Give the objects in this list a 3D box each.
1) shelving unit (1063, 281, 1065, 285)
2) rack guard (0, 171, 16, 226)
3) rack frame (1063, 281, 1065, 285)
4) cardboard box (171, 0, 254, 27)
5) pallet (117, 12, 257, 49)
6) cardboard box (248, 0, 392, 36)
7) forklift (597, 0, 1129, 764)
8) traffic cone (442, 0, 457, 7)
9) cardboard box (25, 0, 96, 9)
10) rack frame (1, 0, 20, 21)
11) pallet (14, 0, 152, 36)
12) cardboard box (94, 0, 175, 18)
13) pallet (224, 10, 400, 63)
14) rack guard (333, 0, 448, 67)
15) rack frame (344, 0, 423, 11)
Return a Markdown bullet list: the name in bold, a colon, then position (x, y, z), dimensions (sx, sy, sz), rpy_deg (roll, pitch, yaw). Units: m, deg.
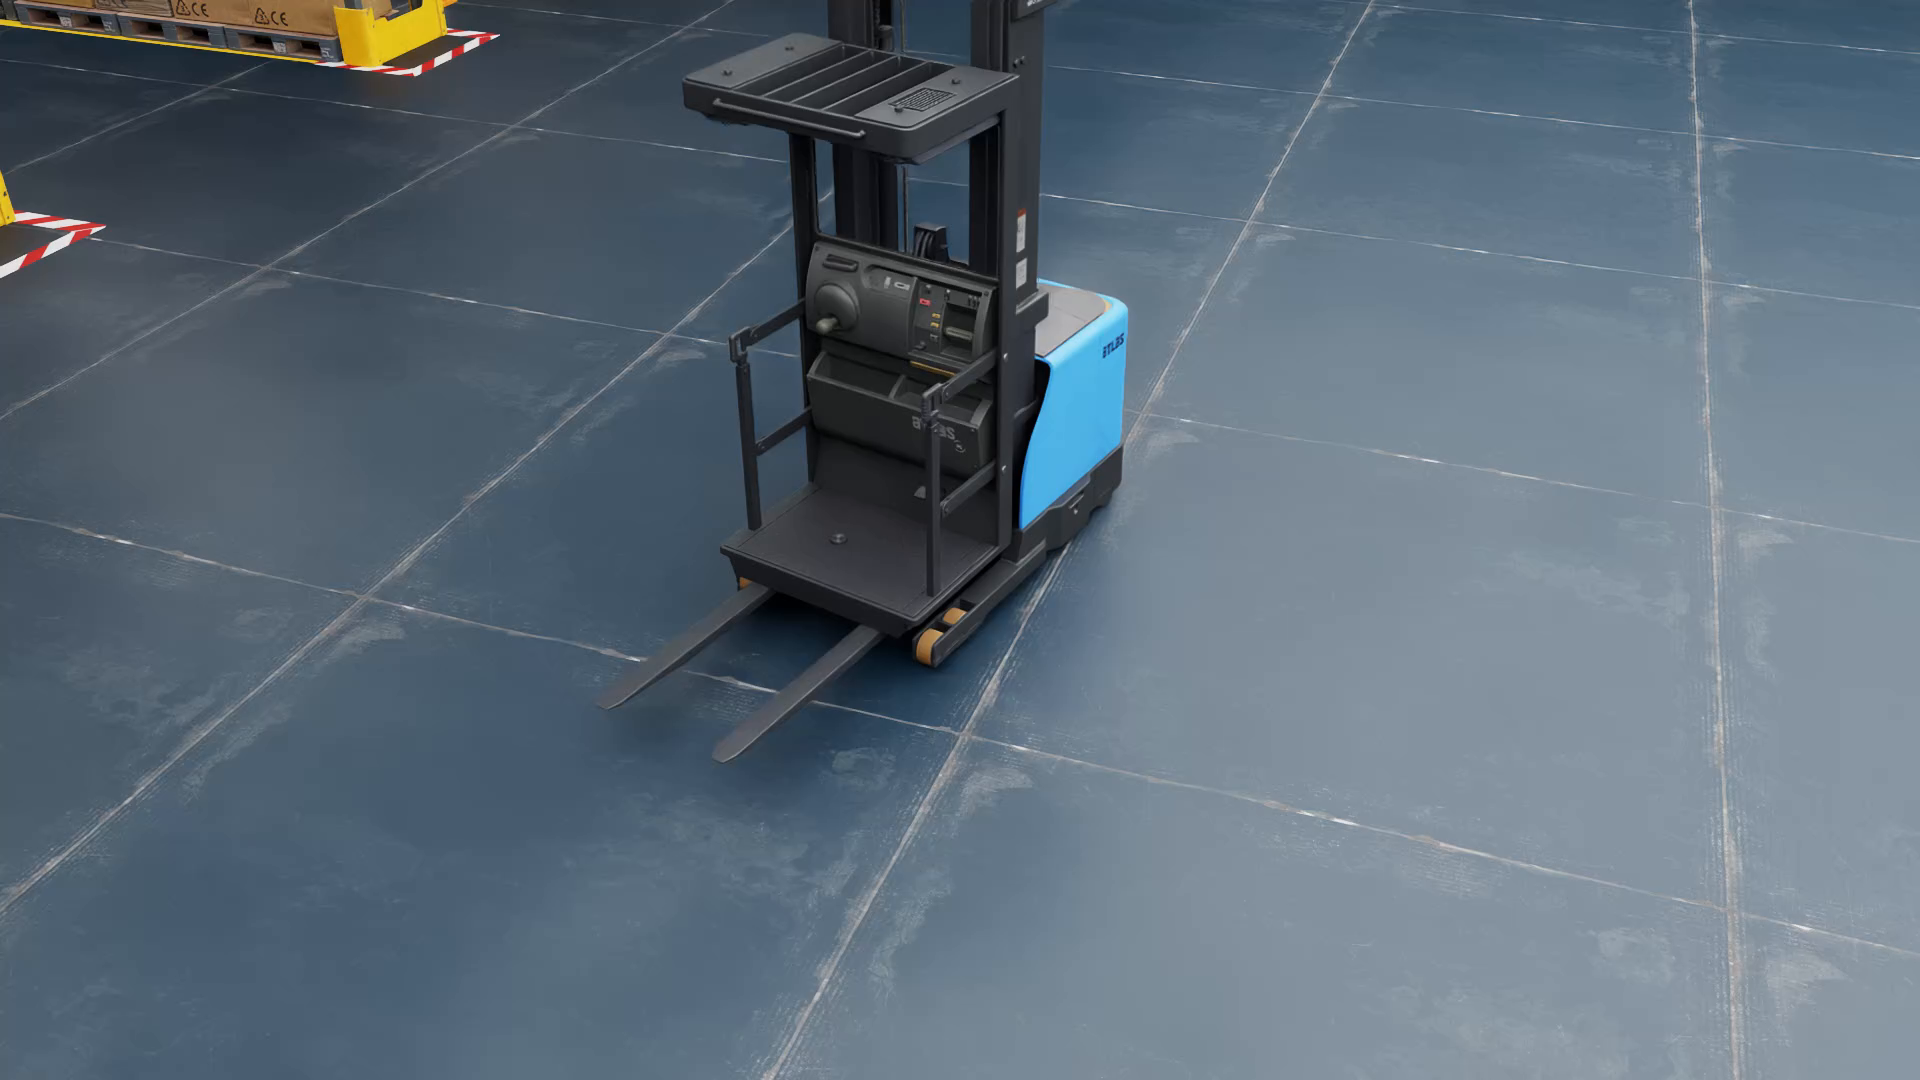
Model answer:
- **shelving unit**: position (0.425, -0.916, 8.838), dimensions (0.210, 0.900, 0.258), rpy_deg (4, 33, 6)
- **rack guard**: position (-7.016, -2.222, 11.230), dimensions (0.348, 0.500, 1.175), rpy_deg (11, 34, 16)
- **rack frame**: position (0.526, -0.909, 8.828), dimensions (0.006, 0.900, 0.240), rpy_deg (4, 33, 6)
- **cardboard box**: position (-6.666, -5.306, 15.275), dimensions (0.875, 0.875, 0.875), rpy_deg (10, 34, 16)
- **pallet**: position (-7.100, -4.931, 15.693), dimensions (1.213, 0.211, 1.003), rpy_deg (11, 34, 16)
- **cardboard box**: position (-5.837, -5.146, 15.027), dimensions (0.875, 0.875, 0.875), rpy_deg (11, 35, 17)
- **forklift**: position (-0.387, -0.962, 7.037), dimensions (1.130, 2.935, 3.031), rpy_deg (19, 38, 27)
- **traffic cone**: position (-5.197, -5.529, 16.387), dimensions (0.334, 0.463, 0.336), rpy_deg (11, 34, 16)
- **cardboard box**: position (-8.373, -5.637, 15.787), dimensions (0.875, 0.875, 0.875), rpy_deg (12, 35, 17)
- **rack frame**: position (-8.941, -6.504, 15.559), dimensions (0.127, 3.000, 1.000), rpy_deg (11, 34, 16)
- **pallet**: position (-8.252, -5.154, 16.038), dimensions (1.213, 0.211, 1.003), rpy_deg (11, 34, 16)
- **cardboard box**: position (-7.523, -5.474, 15.535), dimensions (0.875, 0.875, 0.875), rpy_deg (11, 35, 17)
- **pallet**: position (-5.955, -4.707, 15.346), dimensions (1.213, 0.211, 1.003), rpy_deg (11, 34, 16)
- **rack guard**: position (-5.153, -4.718, 15.096), dimensions (0.348, 0.500, 1.175), rpy_deg (11, 34, 16)
- **rack frame**: position (-5.176, -5.772, 14.425), dimensions (0.127, 3.000, 1.000), rpy_deg (11, 34, 16)
